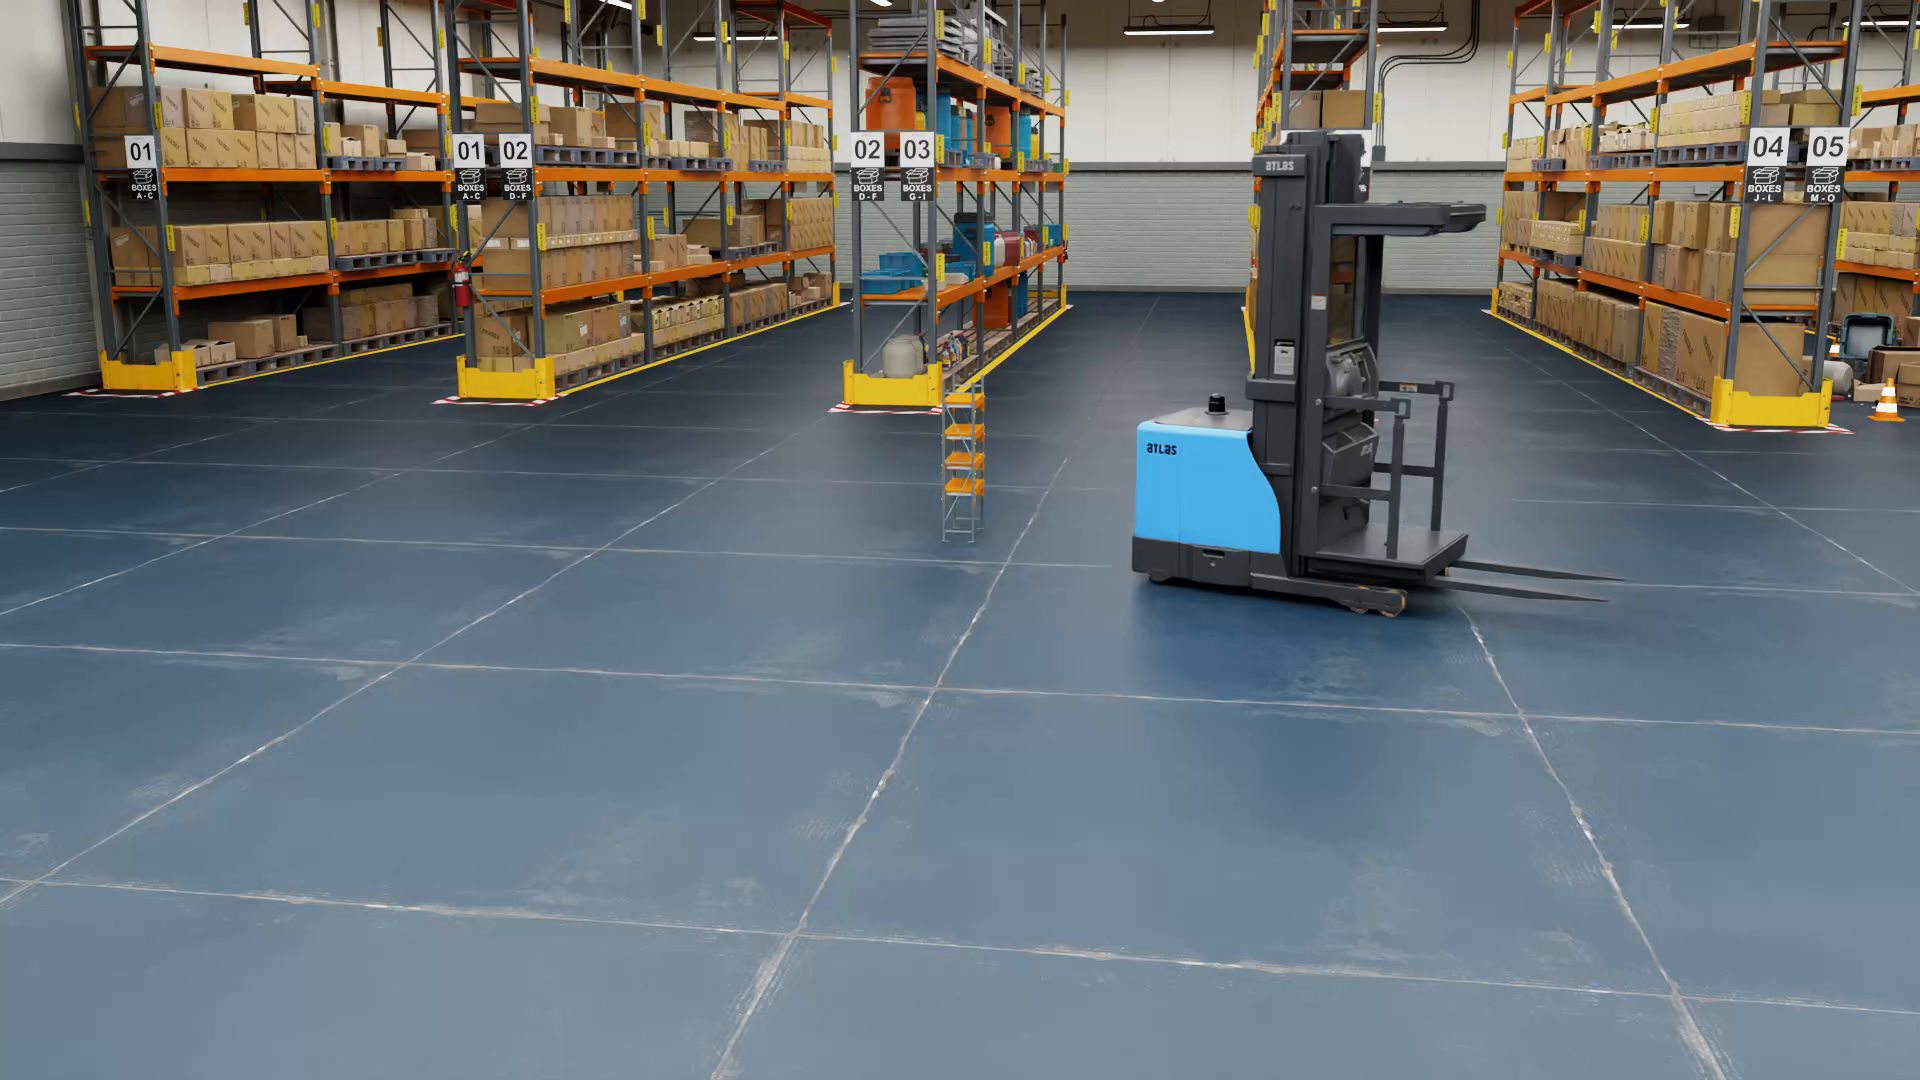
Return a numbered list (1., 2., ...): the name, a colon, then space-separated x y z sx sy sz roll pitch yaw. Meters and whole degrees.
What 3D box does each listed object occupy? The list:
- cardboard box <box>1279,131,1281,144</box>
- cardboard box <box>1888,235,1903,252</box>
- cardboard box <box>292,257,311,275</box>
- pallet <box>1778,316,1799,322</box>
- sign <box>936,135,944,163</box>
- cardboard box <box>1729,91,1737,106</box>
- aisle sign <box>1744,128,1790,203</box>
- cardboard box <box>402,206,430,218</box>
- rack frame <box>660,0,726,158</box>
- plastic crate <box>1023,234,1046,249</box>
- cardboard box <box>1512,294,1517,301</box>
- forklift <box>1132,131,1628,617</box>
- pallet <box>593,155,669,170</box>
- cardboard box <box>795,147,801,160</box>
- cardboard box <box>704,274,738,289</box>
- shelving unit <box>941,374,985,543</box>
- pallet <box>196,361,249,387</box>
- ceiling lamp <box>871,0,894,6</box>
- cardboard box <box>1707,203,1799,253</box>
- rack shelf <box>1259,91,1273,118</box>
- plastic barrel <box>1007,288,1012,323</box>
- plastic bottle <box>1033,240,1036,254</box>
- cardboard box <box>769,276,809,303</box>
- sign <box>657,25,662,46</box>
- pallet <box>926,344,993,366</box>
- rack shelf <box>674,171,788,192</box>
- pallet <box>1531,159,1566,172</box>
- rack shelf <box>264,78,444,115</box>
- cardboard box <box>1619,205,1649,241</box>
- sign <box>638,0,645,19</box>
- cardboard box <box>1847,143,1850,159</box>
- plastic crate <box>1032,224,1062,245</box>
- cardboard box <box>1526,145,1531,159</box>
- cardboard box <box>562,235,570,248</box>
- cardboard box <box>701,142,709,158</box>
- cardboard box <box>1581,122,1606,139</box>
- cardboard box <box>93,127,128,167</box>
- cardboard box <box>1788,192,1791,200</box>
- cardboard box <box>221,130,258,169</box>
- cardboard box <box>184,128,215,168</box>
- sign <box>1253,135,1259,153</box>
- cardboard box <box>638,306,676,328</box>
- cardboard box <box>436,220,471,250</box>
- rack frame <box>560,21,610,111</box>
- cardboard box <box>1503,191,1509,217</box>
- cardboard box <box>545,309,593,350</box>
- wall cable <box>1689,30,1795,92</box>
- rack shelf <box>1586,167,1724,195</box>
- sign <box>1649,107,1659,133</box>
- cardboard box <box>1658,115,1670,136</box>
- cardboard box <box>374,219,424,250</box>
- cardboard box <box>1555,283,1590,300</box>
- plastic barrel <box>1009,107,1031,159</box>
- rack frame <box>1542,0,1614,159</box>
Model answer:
1. cardboard box: 3.850 -4.605 19.032 0.380 0.149 0.250 2 12 9
2. cardboard box: 15.037 -4.681 26.262 0.500 0.250 0.500 2 12 7
3. cardboard box: -9.810 -3.988 24.188 0.500 0.250 0.500 2 12 9
4. pallet: 16.133 -4.174 31.359 1.003 0.211 1.213 2 12 9
5. sign: -0.235 -4.562 19.400 0.100 0.325 0.005 2 12 9
6. cardboard box: 8.758 -4.888 18.405 0.380 0.149 0.250 2 12 9
7. aisle sign: 8.694 -4.034 17.919 0.394 0.787 0.004 2 12 9
8. cardboard box: -9.523 -5.770 29.375 0.500 0.250 0.500 2 12 10
9. rack frame: -4.441 -7.869 27.648 1.000 3.000 0.127 2 12 9
10. plastic crate: 1.485 -5.891 32.849 0.437 0.282 0.530 2 12 9
11. cardboard box: 10.986 -4.738 32.420 0.380 0.149 0.250 1 12 6
12. forklift: 2.687 -1.084 10.567 3.031 2.935 1.130 7 14 30
13. pallet: -4.934 -5.661 24.974 0.805 0.209 1.217 1 12 6
14. cardboard box: -3.431 -7.604 32.706 0.500 0.250 0.500 2 12 9
15. cardboard box: -4.372 -4.724 30.400 0.500 0.250 0.500 2 12 8
16. shelving unit: 0.025 -0.621 12.527 0.258 1.200 0.503 2 12 9
17. pallet: -10.396 -2.252 22.440 1.003 0.211 1.213 2 12 9
18. ceiling lamp: -1.285 -11.293 29.681 0.800 3.185 2.000 2 12 9
19. cardboard box: 9.090 -3.562 18.984 0.875 0.550 0.550 2 12 9
20. rack shelf: 5.654 -7.417 28.205 1.077 0.370 4.000 2 12 9
21. plastic barrel: 0.685 -4.139 29.307 0.600 0.588 0.708 2 12 9
22. plastic bottle: 1.326 -5.455 30.979 0.152 0.276 0.135 2 12 9
23. cardboard box: -3.542 -5.155 34.176 0.797 0.503 0.637 2 12 9
24. sign: -4.979 -8.380 27.613 0.100 0.325 0.005 2 12 9
25. pallet: -0.080 -2.744 24.726 1.003 0.211 1.213 2 12 9
26. rack shelf: -4.134 -6.468 29.972 1.077 0.370 4.000 2 12 9
27. pallet: 10.647 -6.515 28.931 1.213 0.211 1.003 2 12 9
28. rack shelf: -9.644 -7.065 26.575 1.077 0.370 4.000 2 12 9
29. cardboard box: 9.921 -4.559 23.917 0.700 0.500 0.500 2 12 8
30. sign: -4.512 -7.548 23.562 0.100 0.325 0.005 2 12 9
31. cardboard box: 15.331 -6.640 28.384 0.396 0.266 0.258 2 12 8
32. plastic crate: 1.816 -6.412 34.897 0.616 0.435 0.499 2 12 9
33. cardboard box: 10.834 -7.224 30.944 0.500 0.250 0.500 2 12 11
34. cardboard box: -5.280 -3.871 21.560 0.380 0.149 0.250 2 12 8
35. cardboard box: -4.456 -6.439 27.489 0.500 0.250 0.500 1 12 4
36. cardboard box: 10.101 -6.522 26.464 0.396 0.266 0.258 2 12 9
37. cardboard box: -10.753 -5.051 21.406 0.500 0.500 0.500 3 12 13
38. cardboard box: 15.827 -6.479 31.288 0.380 0.149 0.250 2 12 9
39. cardboard box: -10.013 -5.349 22.787 0.500 0.500 0.500 3 12 12
40. cardboard box: -10.151 -5.128 21.764 0.500 0.500 0.500 3 12 12
41. sign: 5.413 -7.223 30.354 0.100 0.325 0.005 2 12 9
42. cardboard box: -4.665 -3.421 25.447 0.500 0.311 0.500 2 12 8
43. cardboard box: -9.009 -5.393 29.408 0.500 0.500 0.500 2 12 10
44. rack frame: -8.106 -9.694 36.116 1.000 3.000 0.127 2 12 9
45. cardboard box: 11.131 -6.697 33.130 0.500 0.500 0.500 2 12 8
46. cardboard box: -5.230 -2.812 22.172 0.500 0.500 0.500 2 12 9
47. wall cable: 17.708 -10.060 37.813 2.355 3.000 0.029 2 12 9
48. rack shelf: 9.924 -5.131 23.771 1.077 0.370 4.000 2 12 9
49. sign: 9.079 -5.489 21.748 0.100 0.325 0.005 2 12 9
50. cardboard box: 9.265 -5.300 21.263 0.500 0.250 0.500 2 12 9
51. cardboard box: -9.458 -5.145 27.965 0.700 0.500 0.500 1 12 3
52. cardboard box: 10.239 -4.145 27.762 0.500 0.250 0.500 2 12 10
53. plastic barrel: 0.956 -7.164 29.311 0.600 0.901 0.708 2 12 9
54. rack frame: 10.847 -8.198 29.175 1.000 3.000 0.127 2 12 9
